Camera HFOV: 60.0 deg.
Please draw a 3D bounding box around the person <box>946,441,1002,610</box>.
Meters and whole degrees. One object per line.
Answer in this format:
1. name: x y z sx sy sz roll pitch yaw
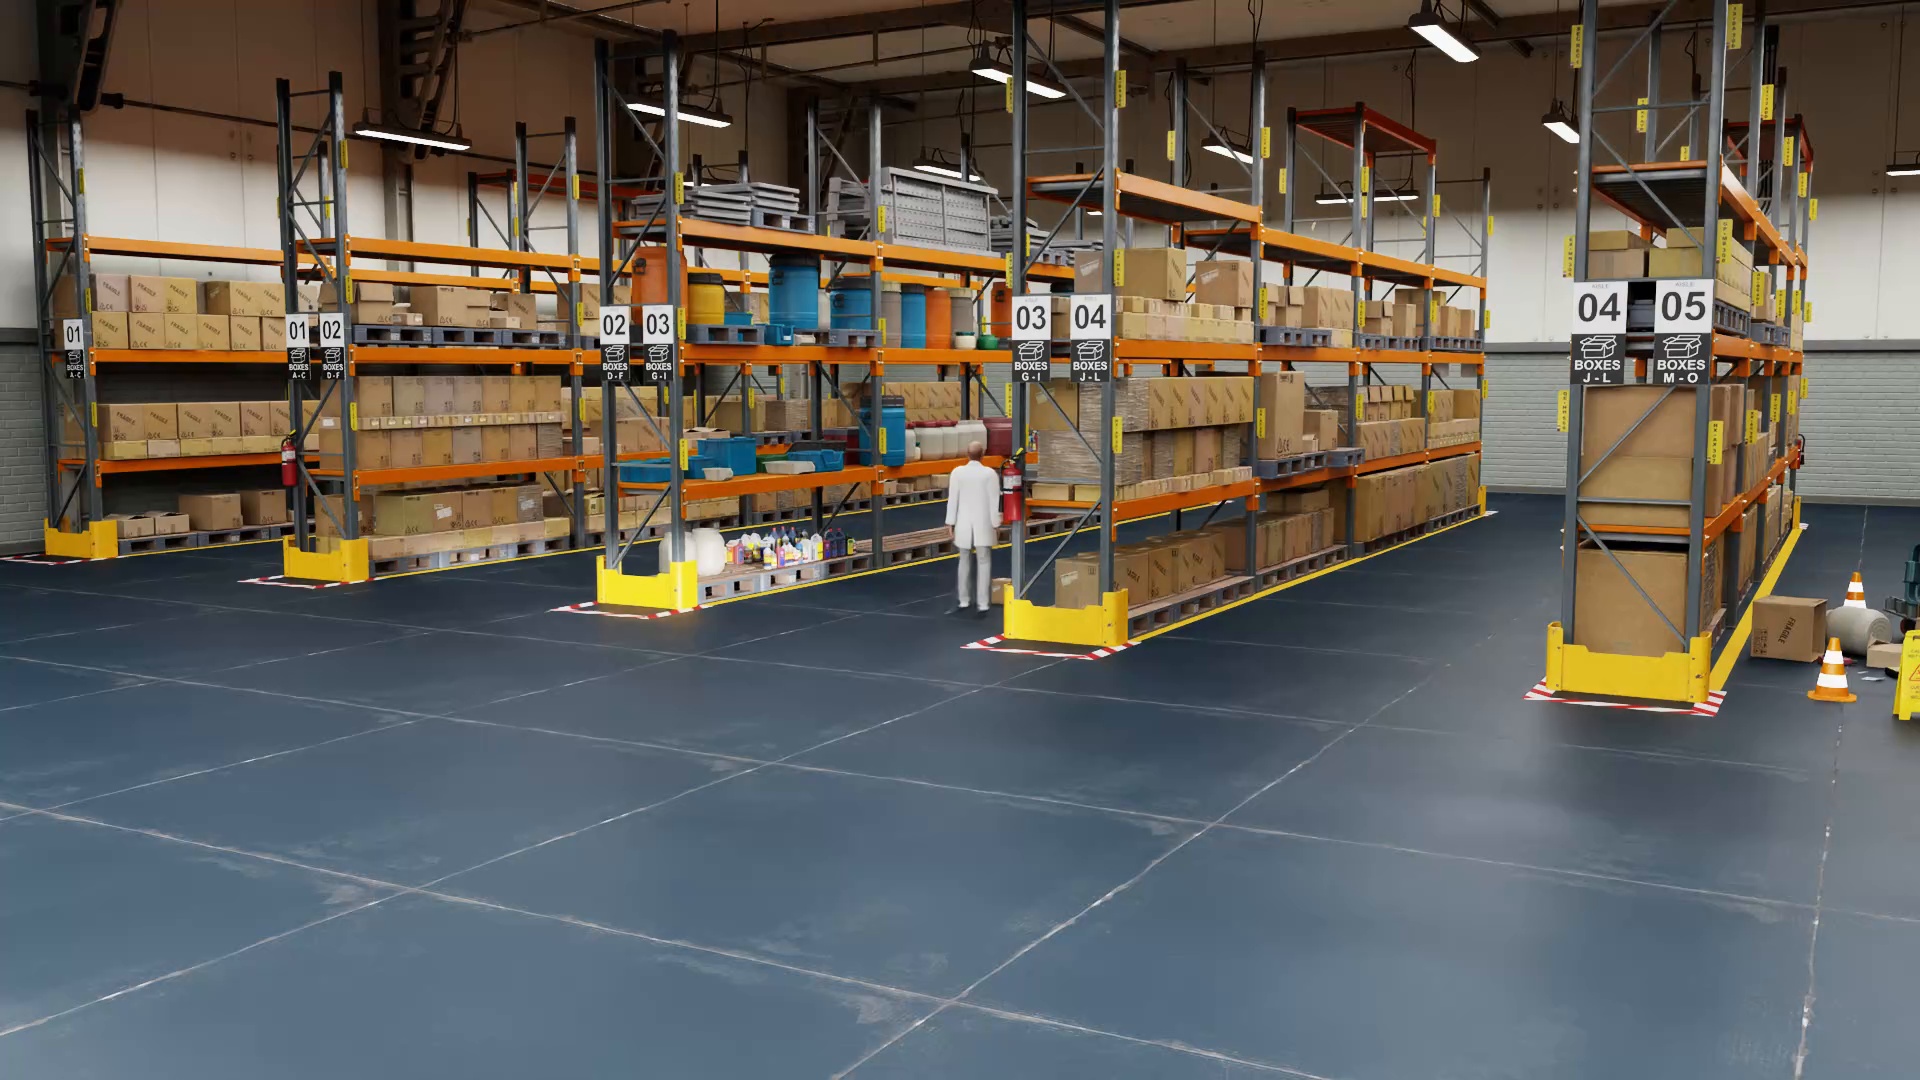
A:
1. person: 0.175 -0.165 17.645 0.608 1.778 0.663 2 6 16
